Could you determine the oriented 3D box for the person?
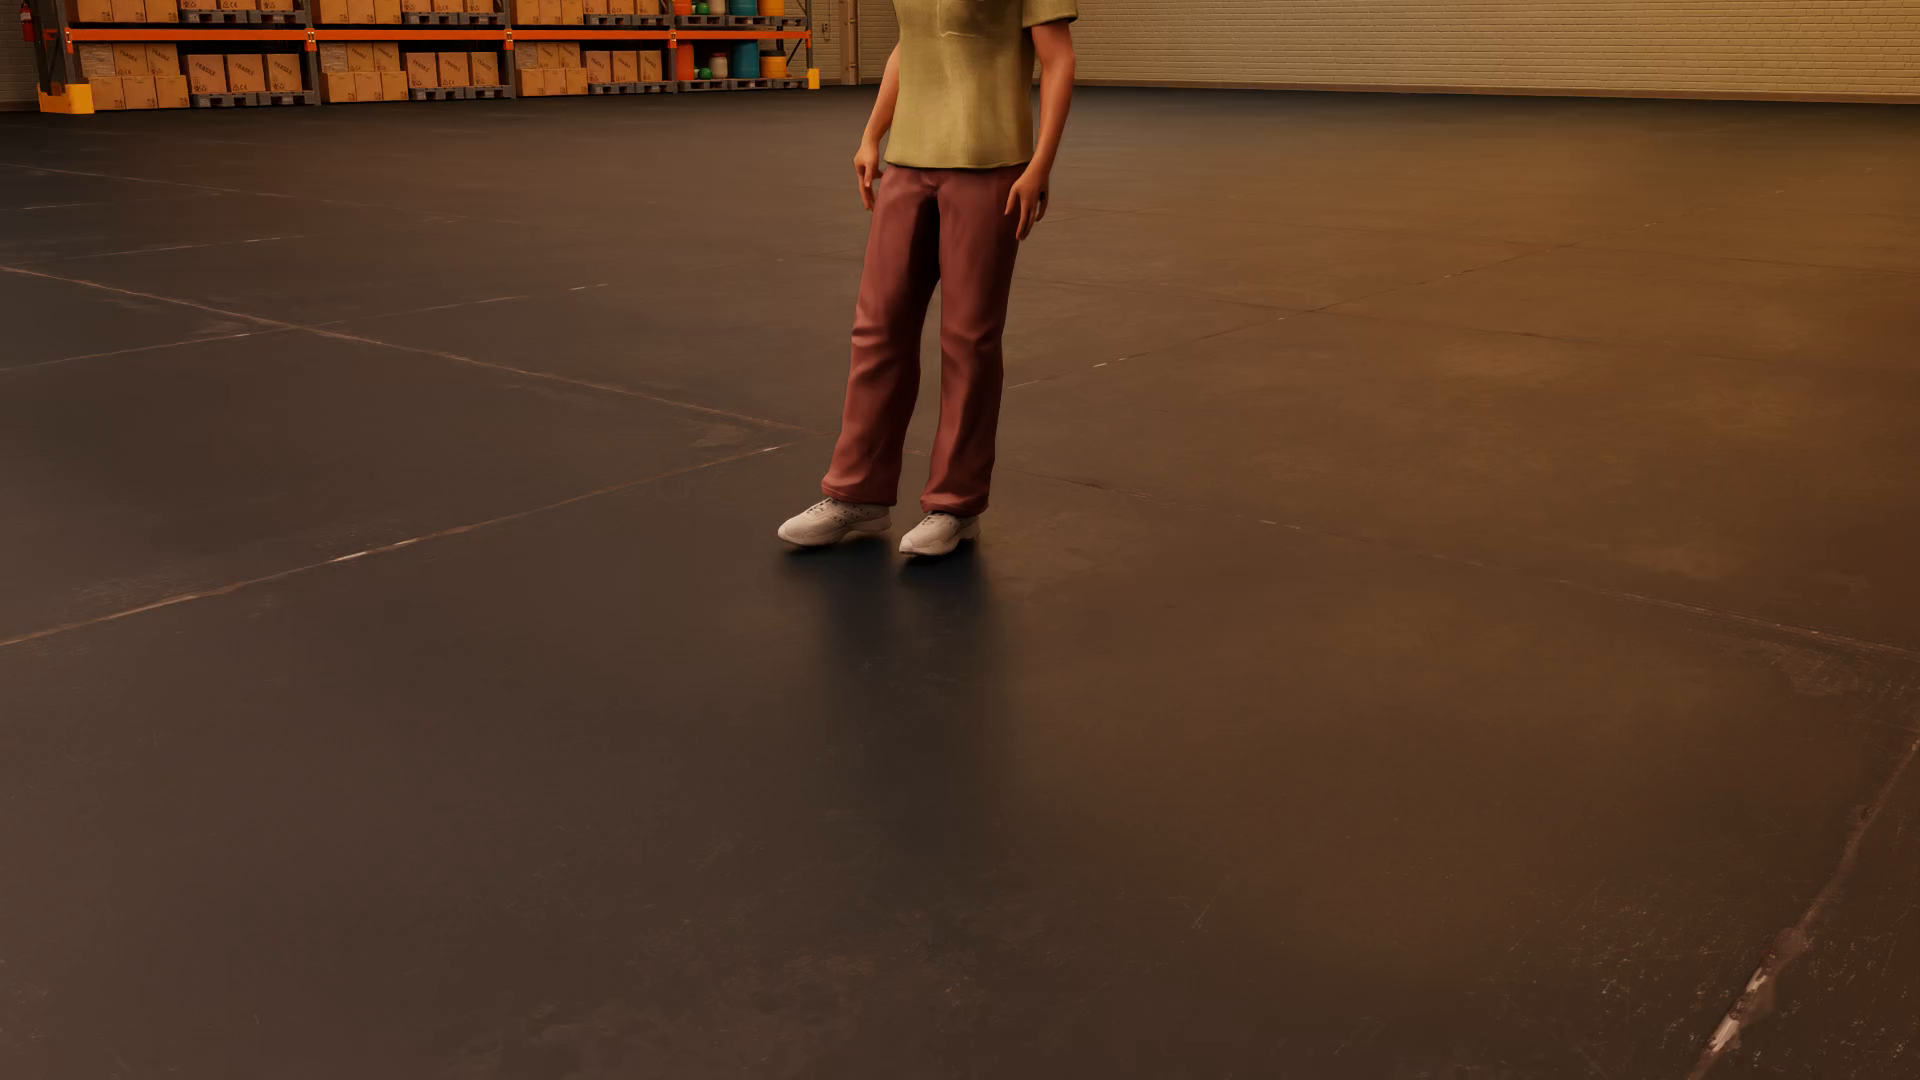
[{"bbox_3d":[-0.056,-0.794,3.649,0.553,1.675,0.549,13,21,37],"label":"person"}]
